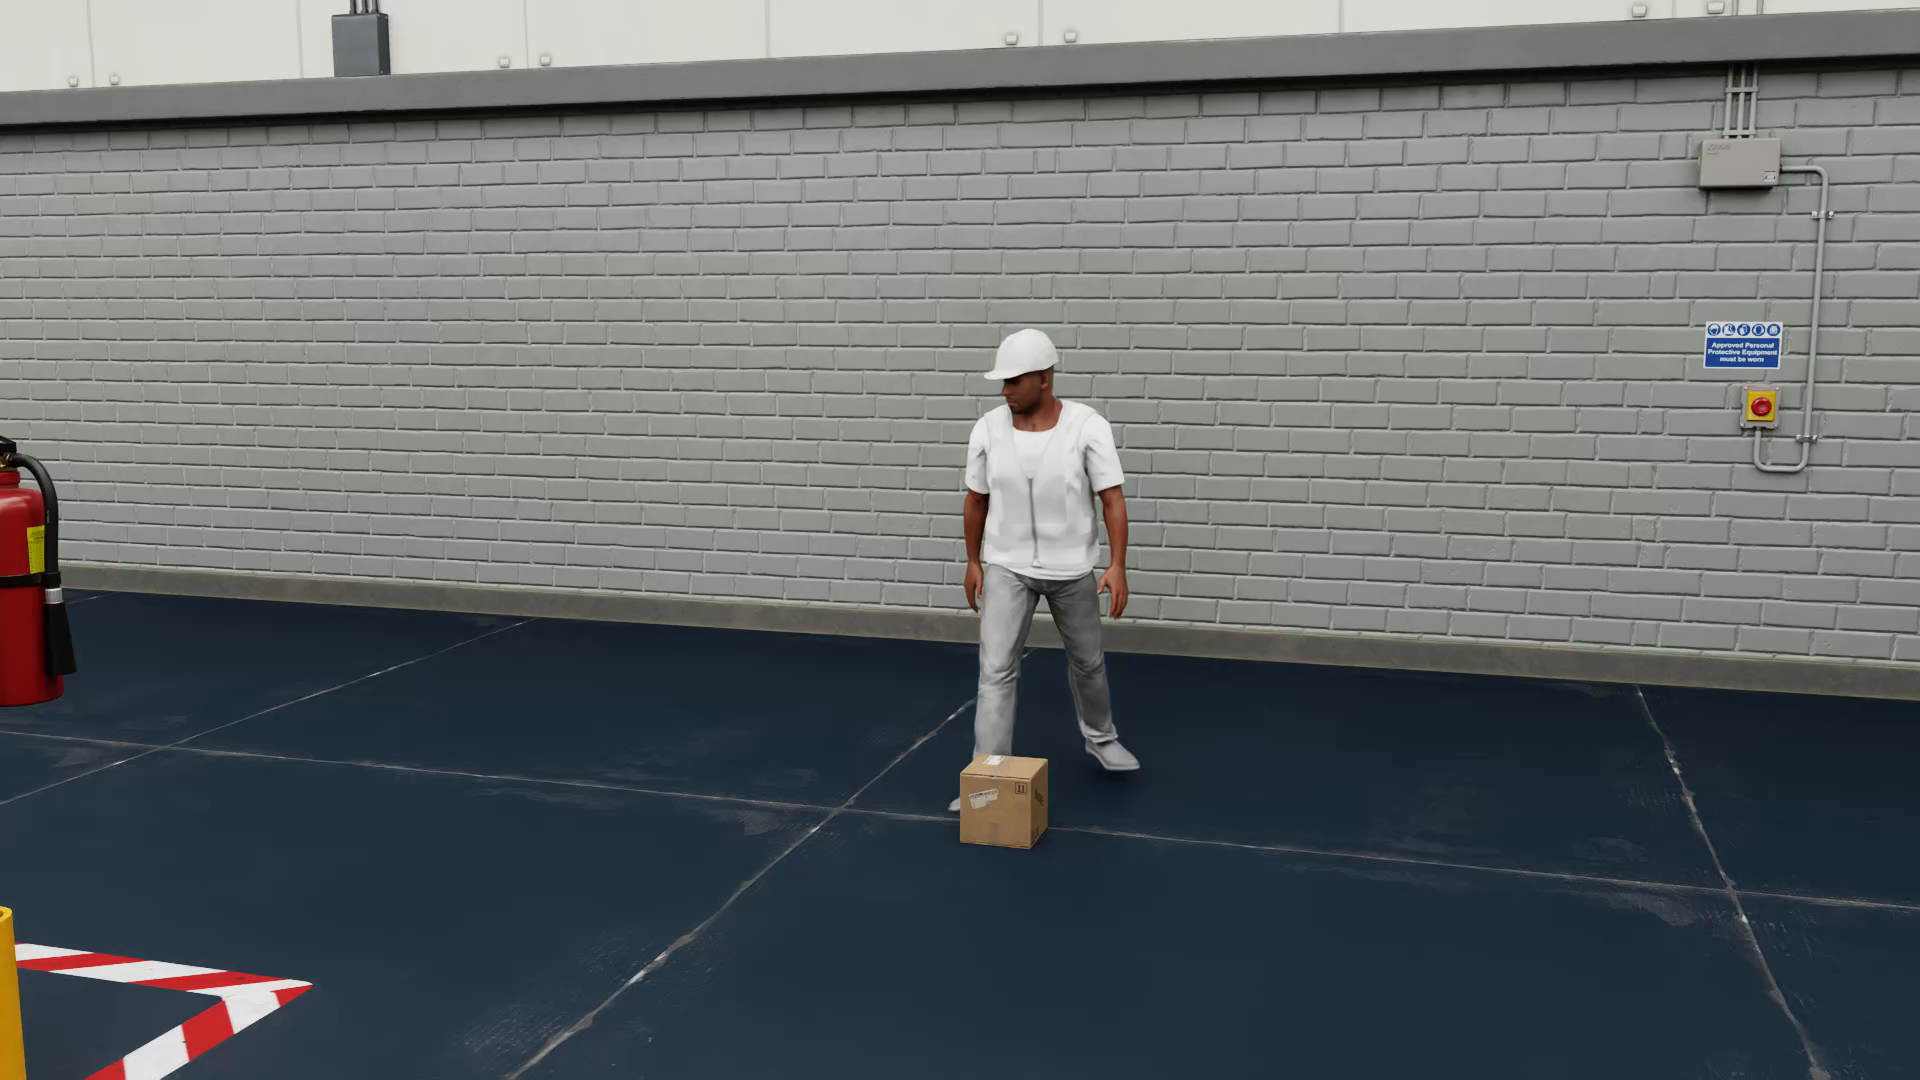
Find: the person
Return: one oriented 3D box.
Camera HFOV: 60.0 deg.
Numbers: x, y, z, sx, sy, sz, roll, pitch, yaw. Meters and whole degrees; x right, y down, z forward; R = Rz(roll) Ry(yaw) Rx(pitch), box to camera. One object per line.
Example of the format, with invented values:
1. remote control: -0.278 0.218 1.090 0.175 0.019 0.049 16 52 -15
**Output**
1. person: 0.326 0.100 6.113 0.666 1.738 0.941 1 8 9
